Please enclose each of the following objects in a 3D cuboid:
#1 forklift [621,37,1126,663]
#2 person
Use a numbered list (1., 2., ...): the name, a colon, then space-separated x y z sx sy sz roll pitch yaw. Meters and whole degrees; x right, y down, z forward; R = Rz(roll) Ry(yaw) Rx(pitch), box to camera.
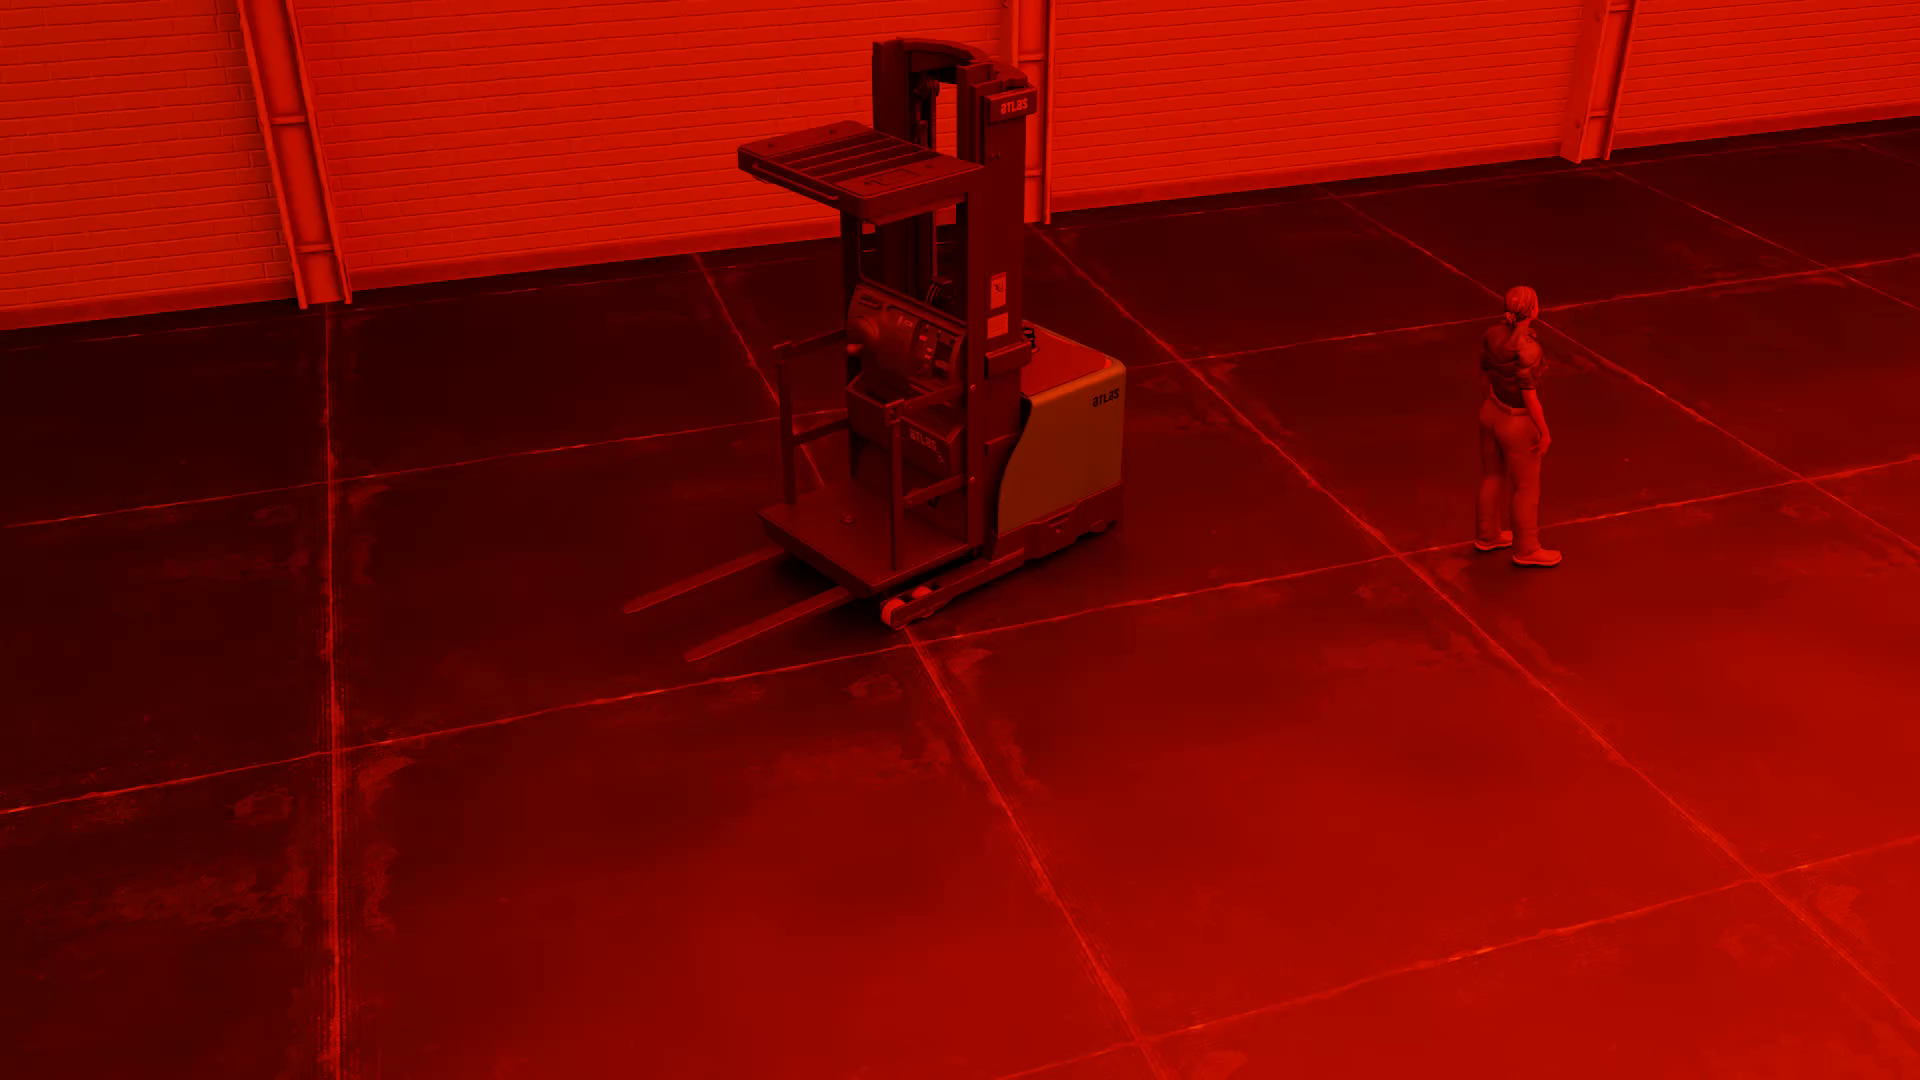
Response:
1. forklift: -0.461 -1.072 8.951 3.031 2.935 1.130 -23 37 -34
2. person: 3.224 -0.668 9.515 0.504 1.654 0.570 -10 31 -17
